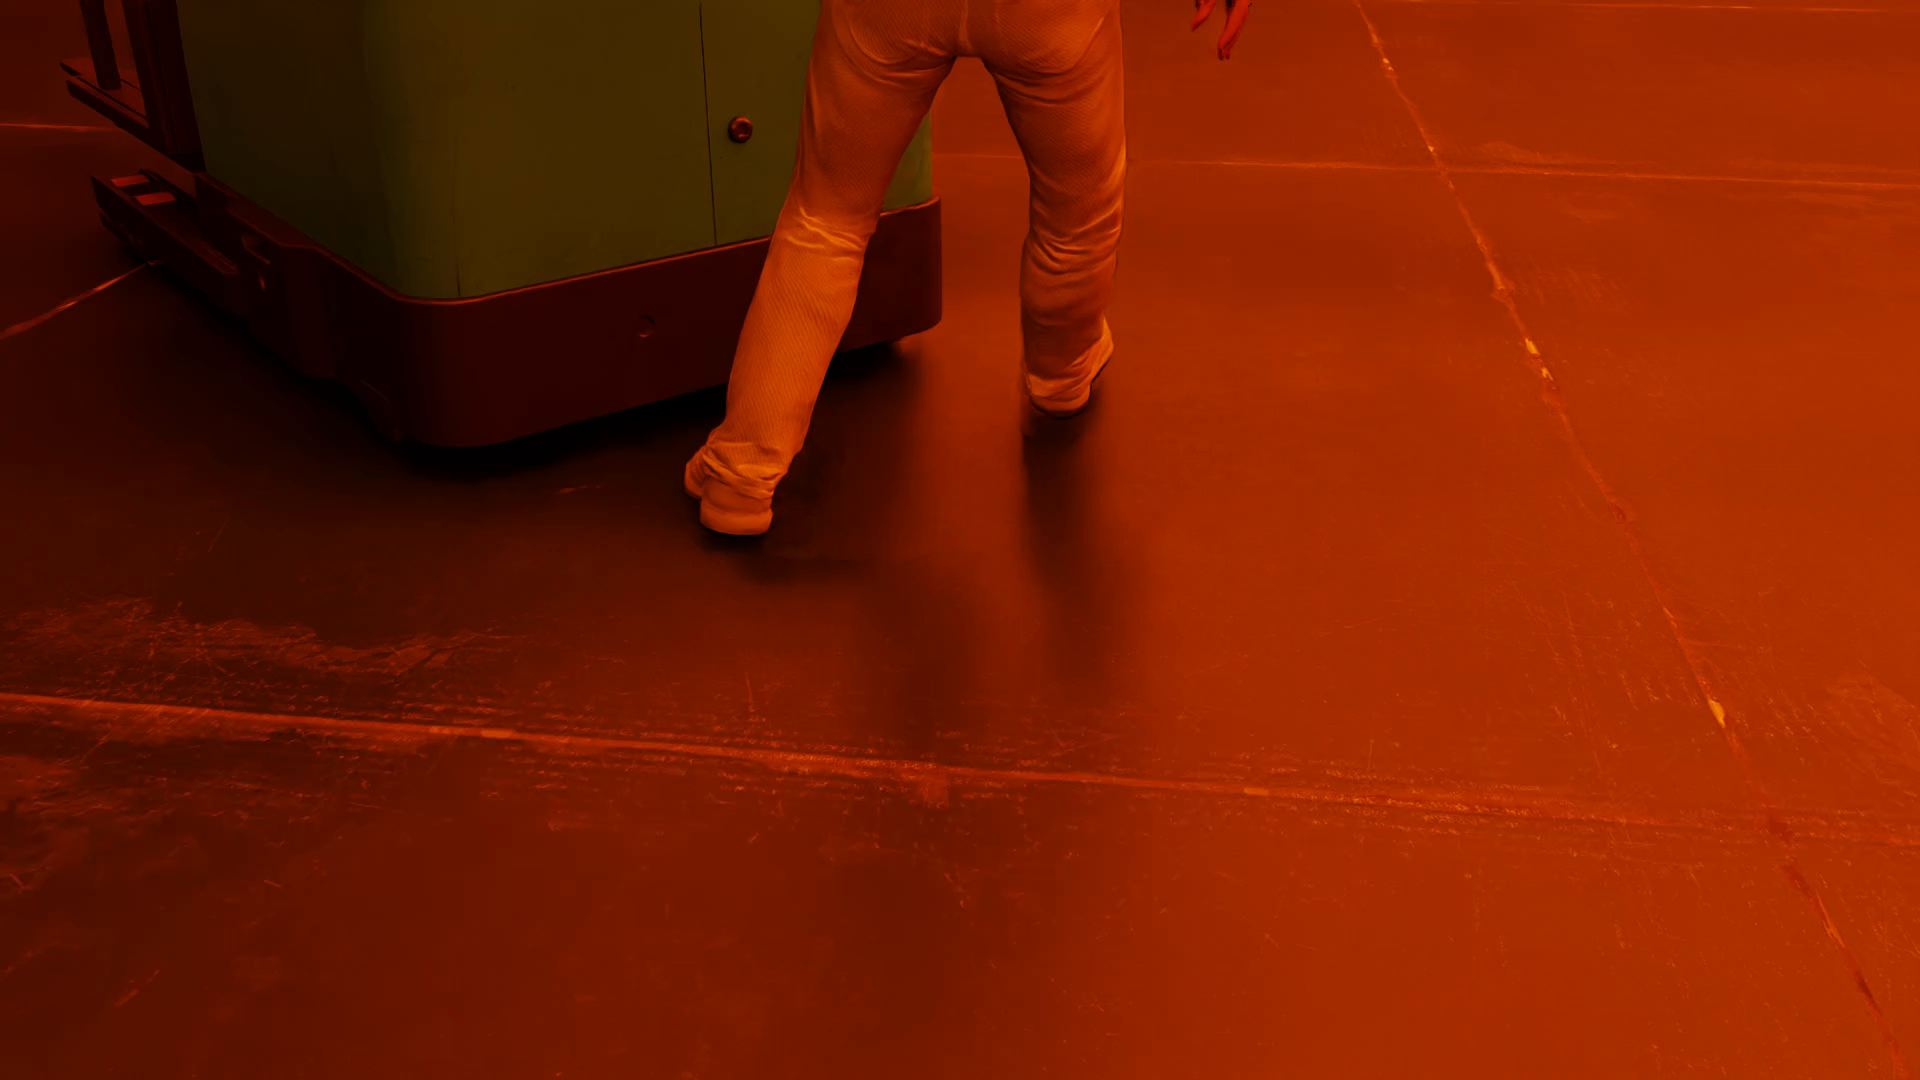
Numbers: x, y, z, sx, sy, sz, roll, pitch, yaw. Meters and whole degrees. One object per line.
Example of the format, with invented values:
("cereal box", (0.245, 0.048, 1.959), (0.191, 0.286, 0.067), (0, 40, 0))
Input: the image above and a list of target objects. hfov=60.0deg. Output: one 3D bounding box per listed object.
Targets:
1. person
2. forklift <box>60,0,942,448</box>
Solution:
("person", (0.012, -0.894, 2.435), (0.835, 1.666, 0.880), (4, 27, 8))
("forklift", (-1.348, -2.046, 3.319), (1.130, 2.935, 3.031), (-20, 33, -34))
